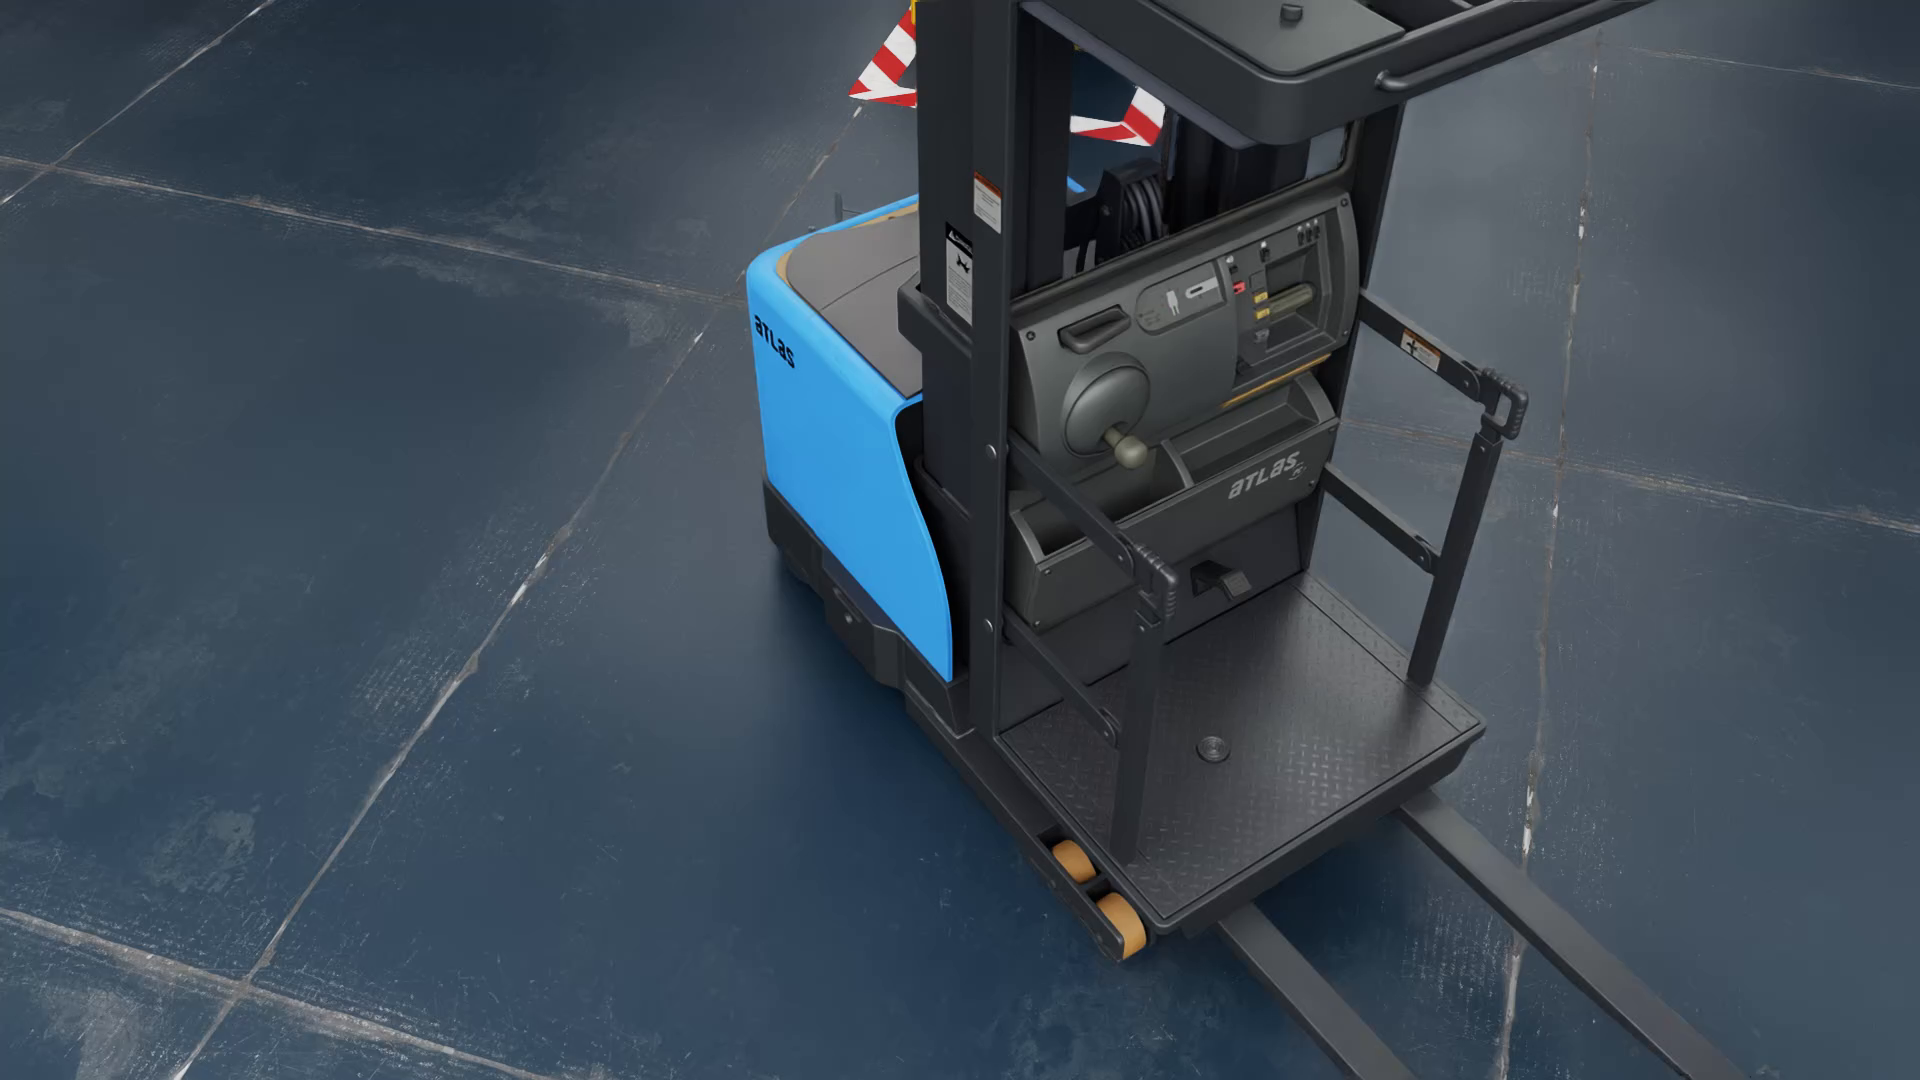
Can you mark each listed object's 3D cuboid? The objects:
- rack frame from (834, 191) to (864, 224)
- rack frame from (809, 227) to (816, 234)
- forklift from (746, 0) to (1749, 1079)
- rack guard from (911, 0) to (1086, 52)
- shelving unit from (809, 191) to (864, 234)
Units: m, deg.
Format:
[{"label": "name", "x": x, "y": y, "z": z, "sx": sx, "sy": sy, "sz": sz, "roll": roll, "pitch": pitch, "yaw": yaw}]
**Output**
[{"label": "rack frame", "x": -0.267, "y": -0.710, "z": 5.332, "sx": 0.240, "sy": 0.900, "sz": 0.006, "roll": 13, "pitch": 46, "yaw": 13}, {"label": "rack frame", "x": -0.332, "y": -0.575, "z": 5.194, "sx": 0.240, "sy": 0.900, "sz": 0.006, "roll": 13, "pitch": 46, "yaw": 13}, {"label": "forklift", "x": 0.644, "y": -0.384, "z": 3.547, "sx": 1.130, "sy": 2.935, "sz": 3.031, "roll": -25, "pitch": 50, "yaw": -24}, {"label": "rack guard", "x": 0.365, "y": -2.543, "z": 7.492, "sx": 1.175, "sy": 0.500, "sz": 0.348, "roll": 13, "pitch": 46, "yaw": 13}, {"label": "shelving unit", "x": -0.300, "y": -0.643, "z": 5.263, "sx": 0.258, "sy": 0.900, "sz": 0.210, "roll": 13, "pitch": 46, "yaw": 13}]
